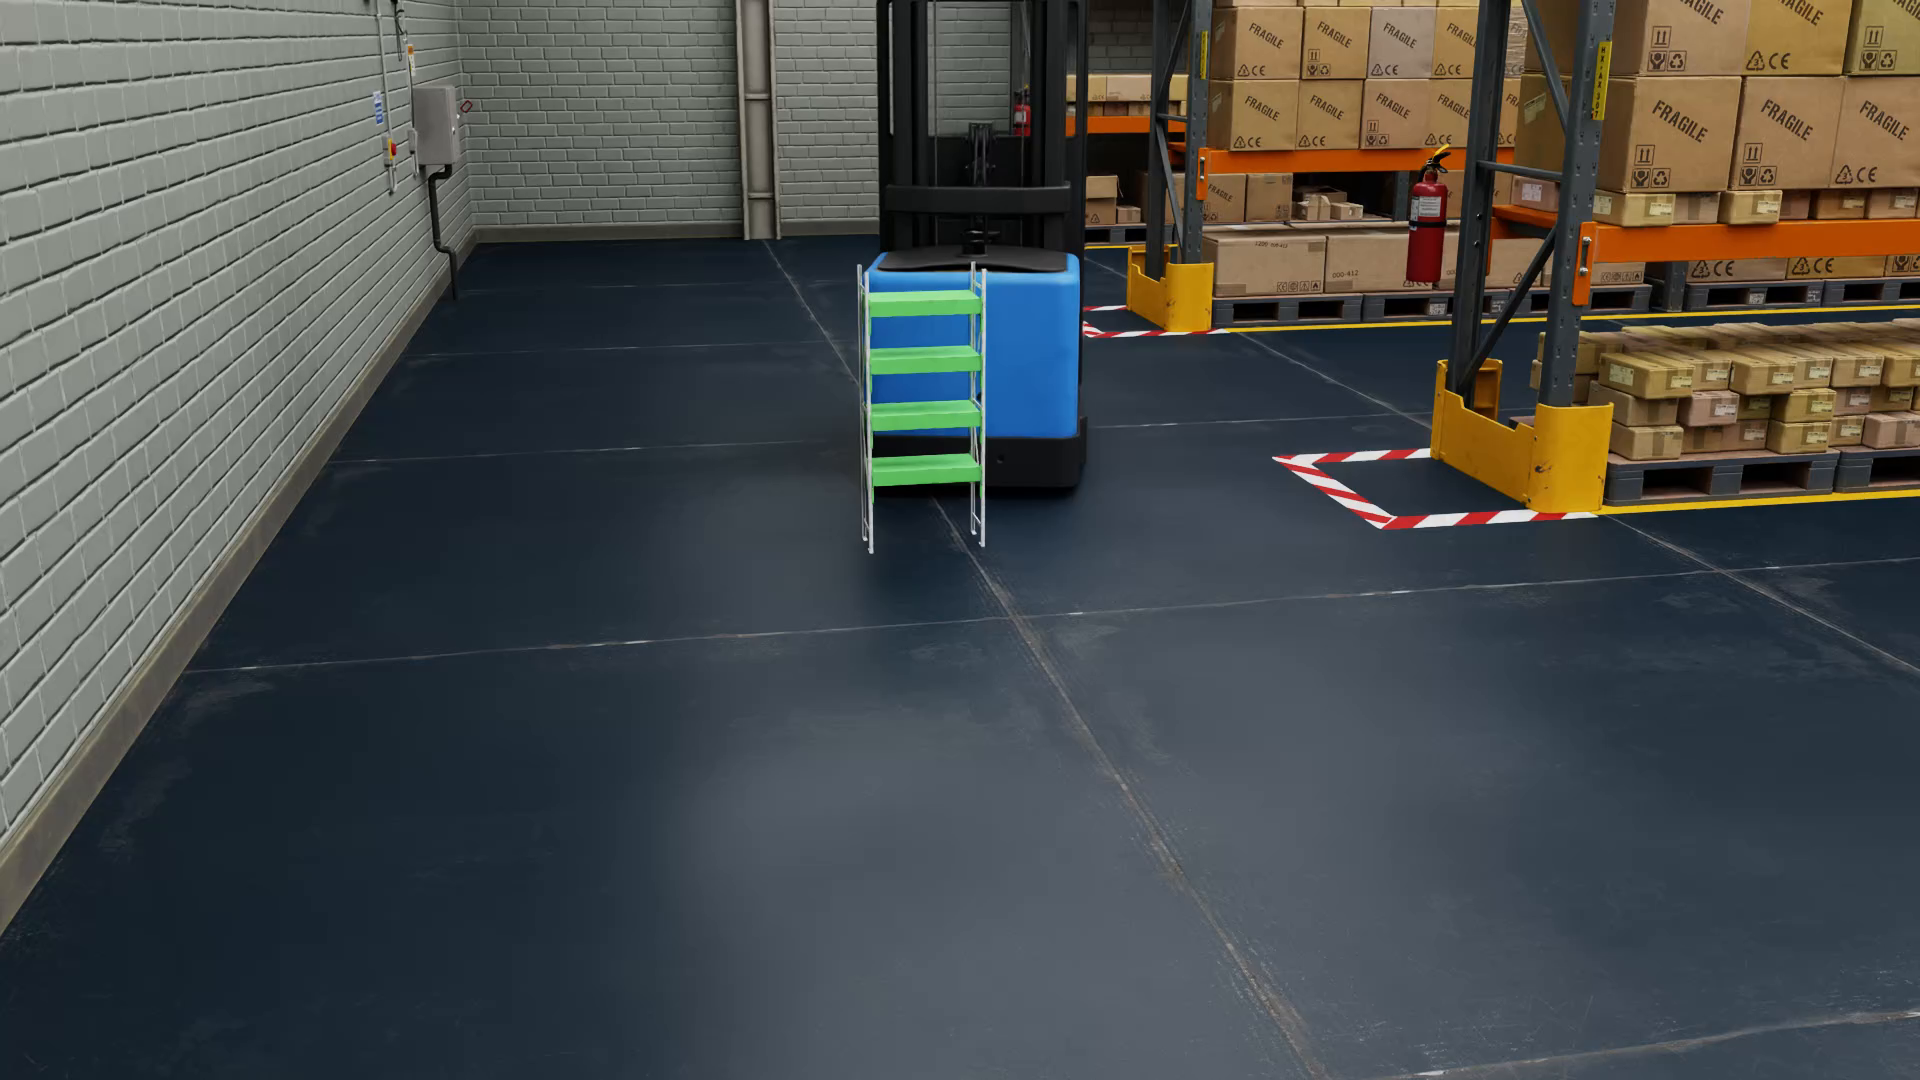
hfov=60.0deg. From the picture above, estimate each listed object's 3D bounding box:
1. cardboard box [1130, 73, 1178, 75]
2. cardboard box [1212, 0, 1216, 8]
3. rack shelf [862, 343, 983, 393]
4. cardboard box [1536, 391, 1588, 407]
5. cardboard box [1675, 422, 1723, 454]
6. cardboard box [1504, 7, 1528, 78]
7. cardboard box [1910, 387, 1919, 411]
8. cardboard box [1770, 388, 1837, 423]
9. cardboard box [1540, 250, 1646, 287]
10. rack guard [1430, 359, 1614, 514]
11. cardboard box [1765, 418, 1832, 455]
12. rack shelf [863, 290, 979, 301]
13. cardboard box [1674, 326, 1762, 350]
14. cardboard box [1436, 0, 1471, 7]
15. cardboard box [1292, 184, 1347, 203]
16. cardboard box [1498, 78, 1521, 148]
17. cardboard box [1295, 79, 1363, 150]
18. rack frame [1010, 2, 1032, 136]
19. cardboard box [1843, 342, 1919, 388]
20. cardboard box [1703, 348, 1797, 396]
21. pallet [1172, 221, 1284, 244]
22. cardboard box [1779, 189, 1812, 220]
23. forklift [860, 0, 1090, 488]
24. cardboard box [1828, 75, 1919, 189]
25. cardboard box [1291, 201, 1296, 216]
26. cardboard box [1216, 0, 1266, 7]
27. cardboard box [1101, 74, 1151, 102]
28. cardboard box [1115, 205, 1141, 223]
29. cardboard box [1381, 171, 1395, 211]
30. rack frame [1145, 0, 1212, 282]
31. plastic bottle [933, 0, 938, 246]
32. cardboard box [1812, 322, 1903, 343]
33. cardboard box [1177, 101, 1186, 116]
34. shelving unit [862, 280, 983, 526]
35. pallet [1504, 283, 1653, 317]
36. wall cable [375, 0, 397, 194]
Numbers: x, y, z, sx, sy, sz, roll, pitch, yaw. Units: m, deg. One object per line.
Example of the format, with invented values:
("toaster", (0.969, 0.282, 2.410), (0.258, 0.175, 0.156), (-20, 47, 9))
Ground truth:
("cardboard box", (2.078, -4.805, 17.596), (0.500, 0.250, 0.500), (-3, 17, -9))
("cardboard box", (1.942, -4.061, 12.446), (0.250, 0.149, 0.380), (-3, 17, -10))
("rack shelf", (-0.163, -0.733, 7.054), (0.480, 0.148, 0.258), (-3, 17, -10))
("cardboard box", (3.143, -0.653, 8.470), (0.250, 0.149, 0.380), (-3, 17, -10))
("cardboard box", (3.483, -0.539, 8.098), (0.250, 0.149, 0.380), (-3, 17, -11))
("cardboard box", (4.147, -3.733, 12.483), (0.500, 0.500, 0.500), (-3, 17, -10))
("cardboard box", (4.773, -0.764, 8.323), (0.276, 0.149, 0.397), (-4, 17, -12))
("cardboard box", (4.005, -0.682, 8.058), (0.250, 0.149, 0.380), (-3, 17, -9))
("cardboard box", (4.918, -2.342, 13.476), (0.875, 0.438, 0.875), (-3, 17, -11))
("rack guard", (2.741, -0.535, 8.203), (0.348, 0.500, 1.175), (-3, 17, -10))
("cardboard box", (3.997, -0.537, 8.093), (0.250, 0.149, 0.380), (-3, 17, -10))
("rack shelf", (-0.163, -1.013, 6.968), (0.457, 0.021, 0.221), (-3, 17, -10))
("cardboard box", (3.892, -0.995, 8.571), (0.250, 0.149, 0.380), (-4, 18, -13))
("cardboard box", (3.560, -3.997, 12.239), (0.250, 0.149, 0.380), (-4, 17, -12))
("cardboard box", (3.917, -3.748, 18.268), (0.500, 0.311, 0.500), (-3, 17, -8))
("cardboard box", (4.153, -3.256, 12.633), (0.500, 0.500, 0.500), (-4, 17, -11))
("cardboard box", (3.359, -3.350, 10.131), (1.047, 2.149, 4.883), (-3, 17, -11))
("rack frame", (0.683, -4.578, 17.108), (0.127, 3.000, 1.000), (-3, 17, -10))
("cardboard box", (4.534, -0.858, 8.125), (0.250, 0.149, 0.380), (-3, 17, -10))
("cardboard box", (3.765, -0.807, 7.956), (0.250, 0.149, 0.380), (-3, 17, -11))
("pallet", (2.735, -3.361, 17.894), (1.213, 0.211, 1.003), (-3, 17, -10))
("cardboard box", (3.791, -1.609, 7.869), (0.250, 0.149, 0.380), (-2, 17, -8))
("forklift", (0.134, -2.030, 8.930), (1.130, 2.935, 3.031), (1, 17, 3))
("cardboard box", (4.163, -1.922, 7.784), (0.500, 0.500, 0.500), (-3, 17, -10))
("cardboard box", (3.491, -3.646, 18.213), (0.250, 0.149, 0.380), (-3, 17, -11))
("cardboard box", (2.029, -3.923, 11.998), (0.250, 0.149, 0.380), (-3, 17, -9))
("cardboard box", (1.674, -4.624, 17.007), (0.500, 0.250, 0.500), (-3, 17, -10))
("cardboard box", (1.726, -3.435, 17.527), (0.250, 0.149, 0.380), (-4, 18, -13))
("cardboard box", (5.036, -3.919, 18.505), (0.500, 0.500, 0.500), (-3, 17, -11))
("rack frame", (1.628, -3.147, 12.450), (0.127, 3.000, 1.000), (-3, 17, -10))
("plastic bottle", (7.081, -2.088, 9.002), (14.714, 2.616, 20.093), (-3, 17, -10))
("cardboard box", (4.677, -1.032, 8.690), (0.250, 0.149, 0.380), (-3, 17, -10))
("cardboard box", (2.332, -4.454, 17.134), (0.250, 0.149, 0.380), (-4, 17, -12))
("shelving unit", (-0.159, -0.565, 7.106), (0.487, 1.046, 0.258), (-3, 17, -10))
("pallet", (4.794, -2.017, 13.520), (1.213, 0.211, 1.003), (-3, 17, -10))
("wall cable", (-3.904, -3.327, 11.251), (0.123, 1.953, 0.585), (-3, 17, -10))
